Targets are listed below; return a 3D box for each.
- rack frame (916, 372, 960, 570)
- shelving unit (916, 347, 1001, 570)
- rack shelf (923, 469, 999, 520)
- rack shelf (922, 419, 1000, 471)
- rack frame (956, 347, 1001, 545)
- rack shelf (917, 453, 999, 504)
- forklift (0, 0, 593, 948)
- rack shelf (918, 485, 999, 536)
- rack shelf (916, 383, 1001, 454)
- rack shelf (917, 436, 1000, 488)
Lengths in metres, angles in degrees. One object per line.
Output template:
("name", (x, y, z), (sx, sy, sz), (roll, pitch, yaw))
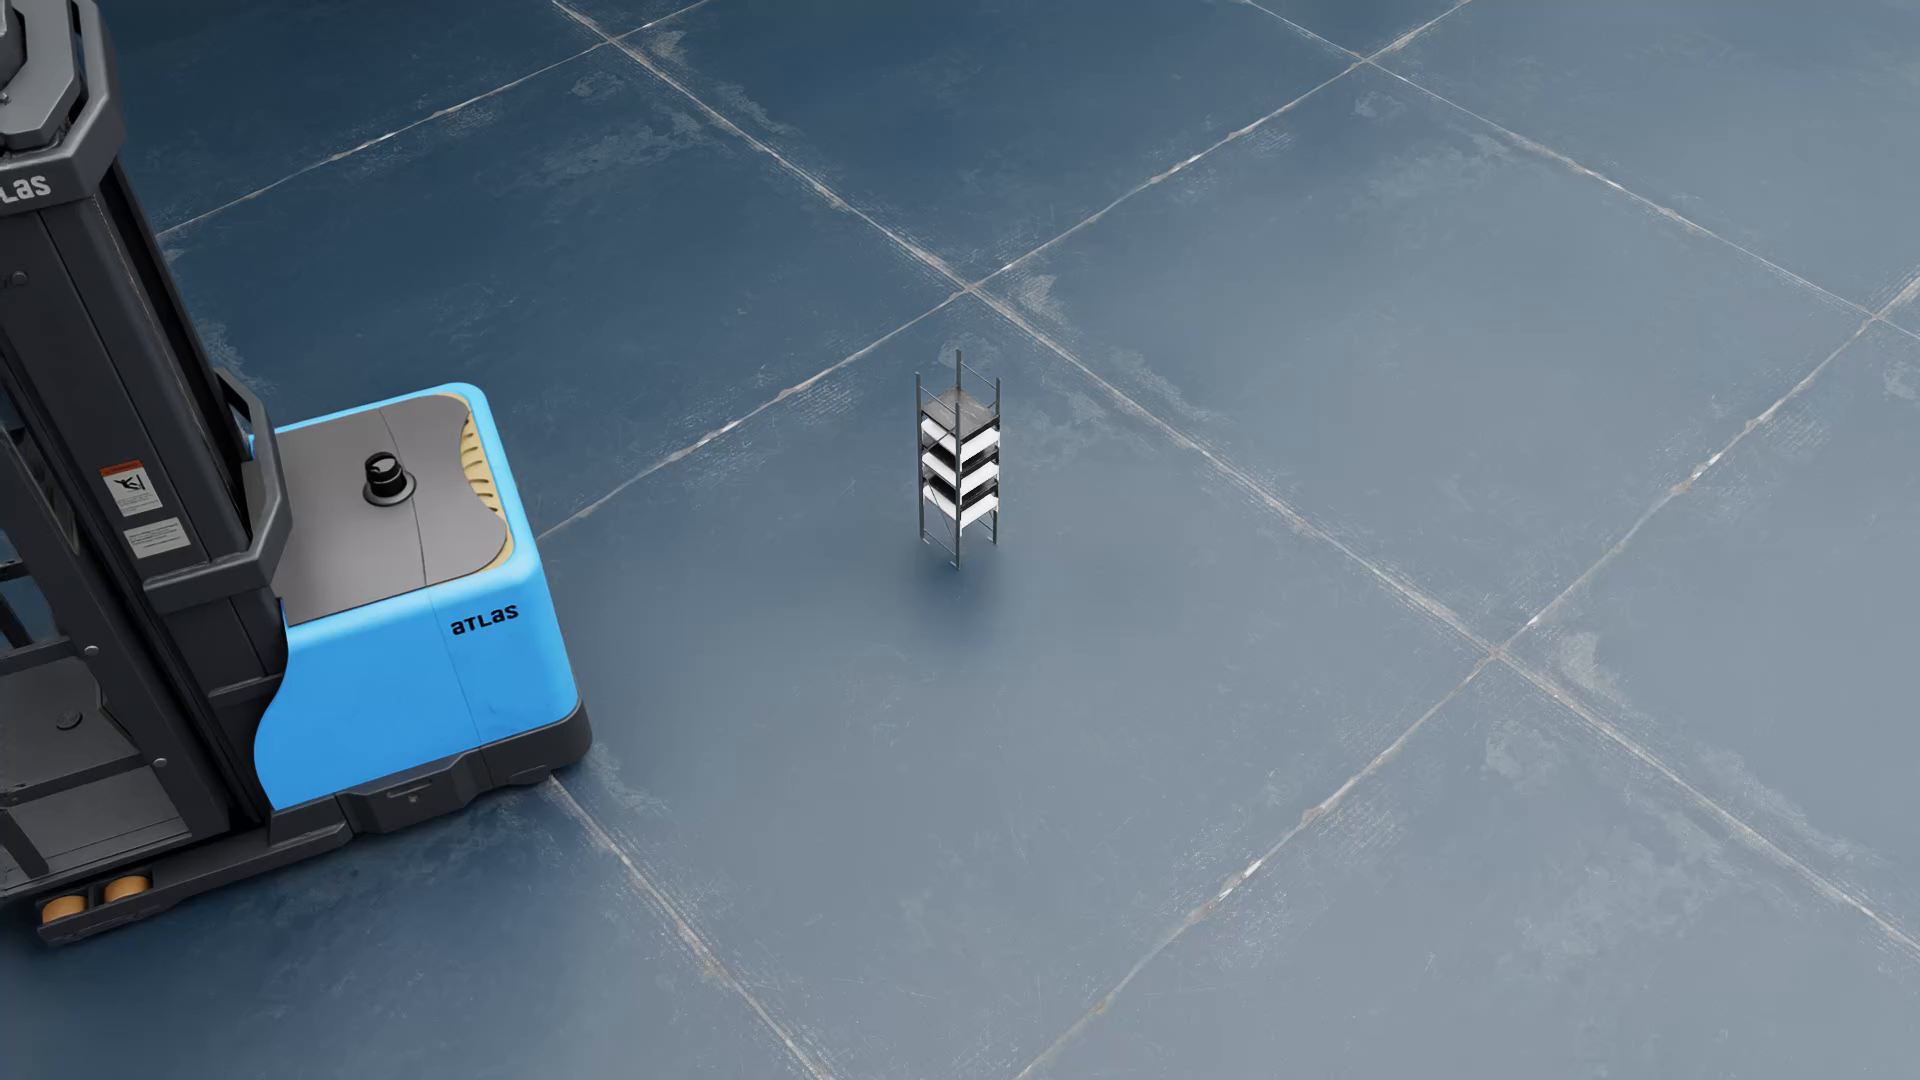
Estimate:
("rack frame", (-0.081, -0.251, 6.422), (0.006, 0.900, 0.240), (-34, 56, -27))
("shelving unit", (-0.006, -0.301, 6.469), (0.210, 0.900, 0.258), (-34, 56, -27))
("rack shelf", (-0.006, -0.218, 6.559), (0.200, 0.077, 0.258), (-34, 56, -27))
("rack shelf", (-0.006, -0.401, 6.361), (0.200, 0.077, 0.258), (-34, 56, -27))
("rack frame", (0.069, -0.351, 6.515), (0.006, 0.900, 0.240), (-34, 56, -27))
("rack shelf", (-0.006, -0.279, 6.493), (0.200, 0.077, 0.258), (-34, 56, -27))
("forklift", (-2.900, -0.095, 4.897), (3.031, 2.935, 1.130), (-17, 50, -15))
("rack shelf", (-0.006, -0.156, 6.626), (0.200, 0.077, 0.258), (-34, 56, -27))
("rack shelf", (-0.006, -0.462, 6.295), (0.200, 0.077, 0.258), (-34, 56, -27))
("rack shelf", (-0.006, -0.340, 6.427), (0.200, 0.077, 0.258), (-34, 56, -27))
